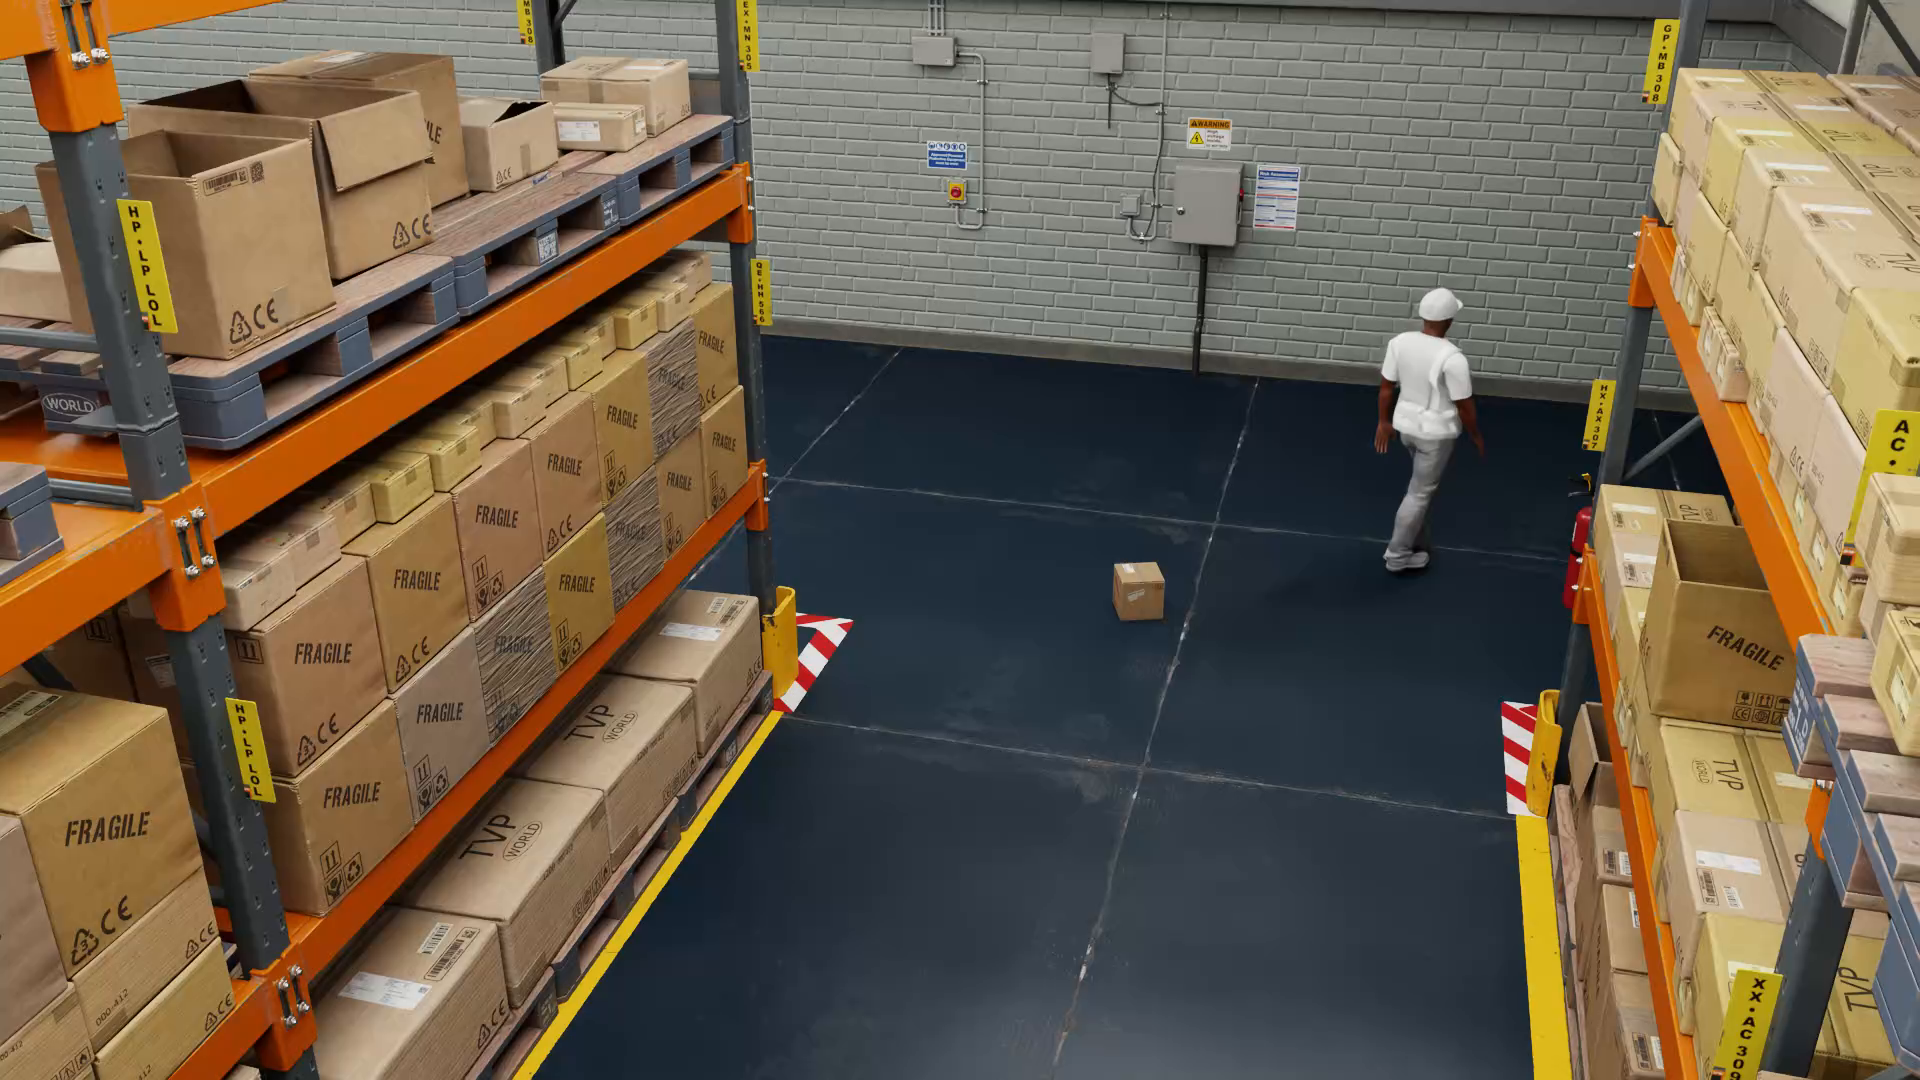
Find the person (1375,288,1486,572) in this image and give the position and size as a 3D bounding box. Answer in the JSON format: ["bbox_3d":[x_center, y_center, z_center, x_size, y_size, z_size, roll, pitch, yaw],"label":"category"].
[{"bbox_3d":[2.833,-0.632,9.961,0.580,1.829,0.568,-13,28,-26],"label":"person"}]
